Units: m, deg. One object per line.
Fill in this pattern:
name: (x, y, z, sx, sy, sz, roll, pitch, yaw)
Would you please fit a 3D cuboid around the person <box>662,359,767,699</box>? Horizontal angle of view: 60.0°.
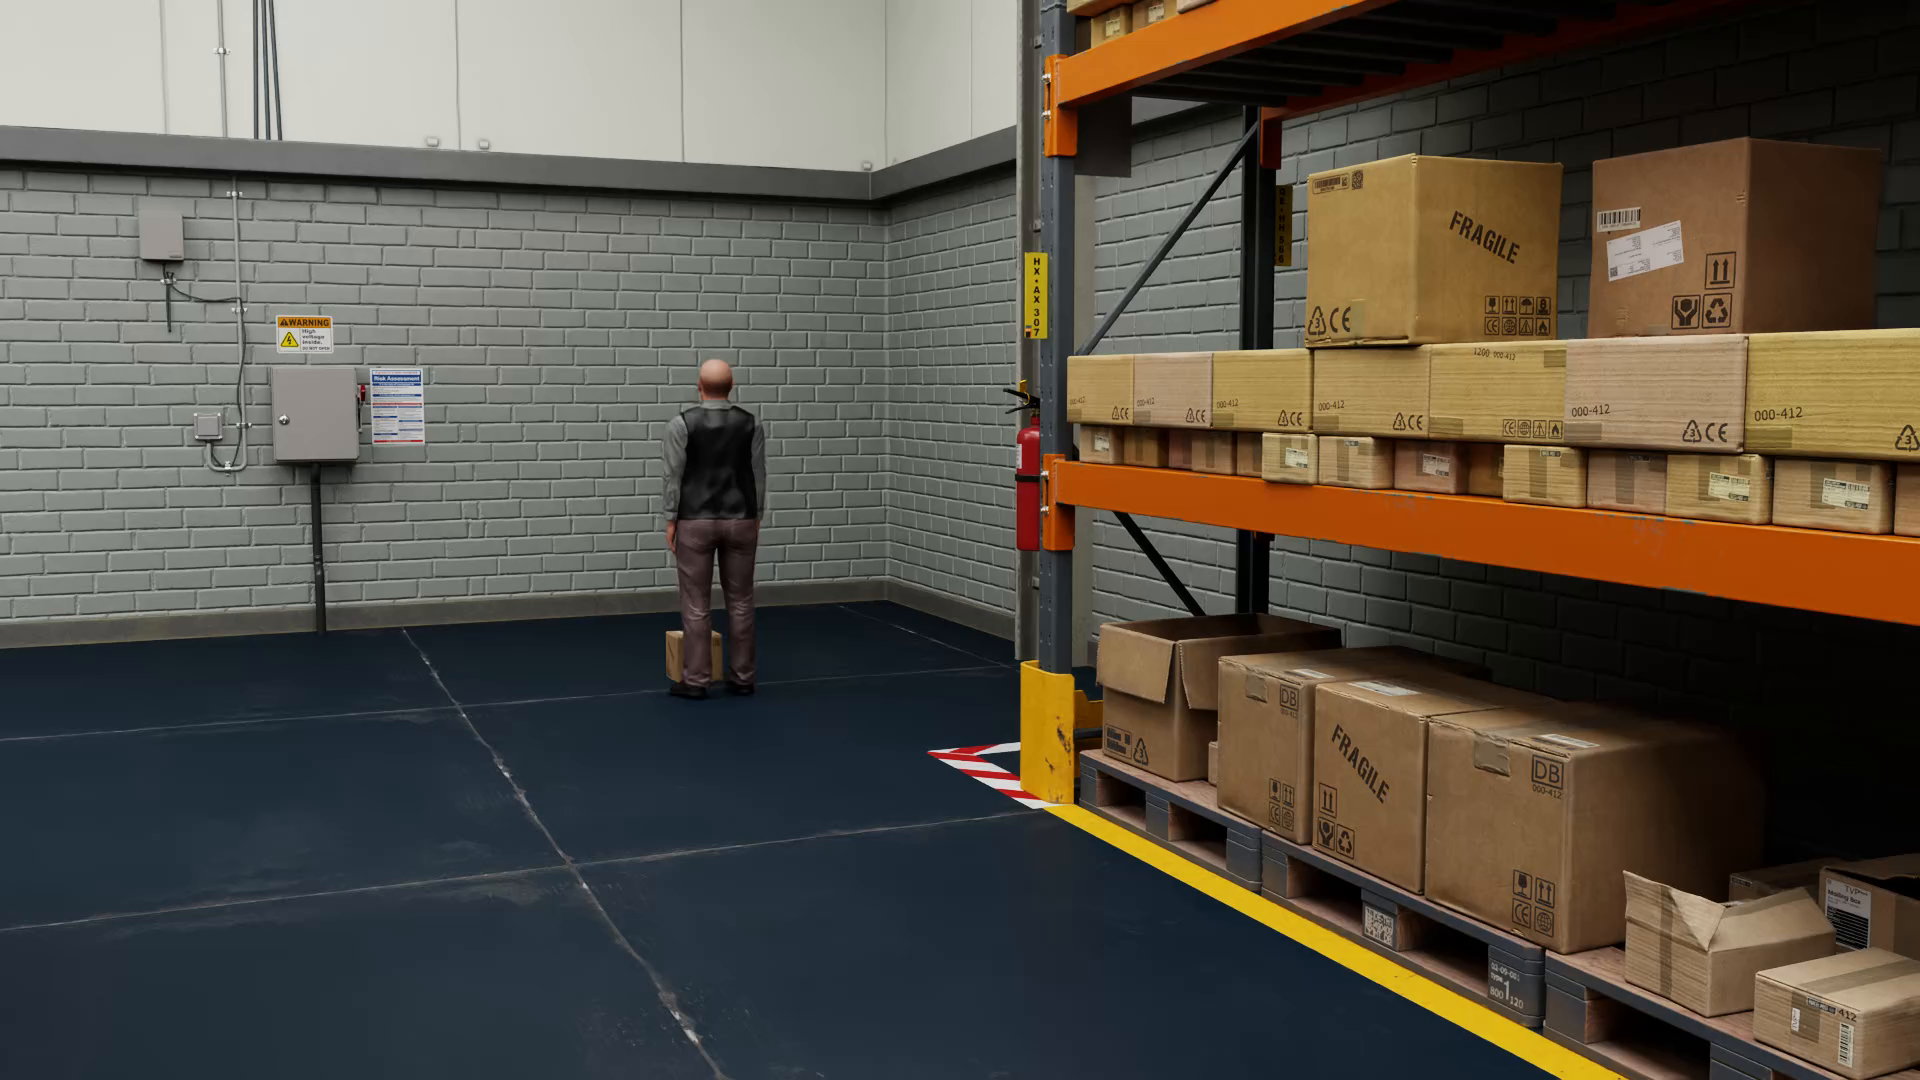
person: (-1.260, -0.014, 8.528, 0.537, 1.639, 0.357, -2, 6, -22)
